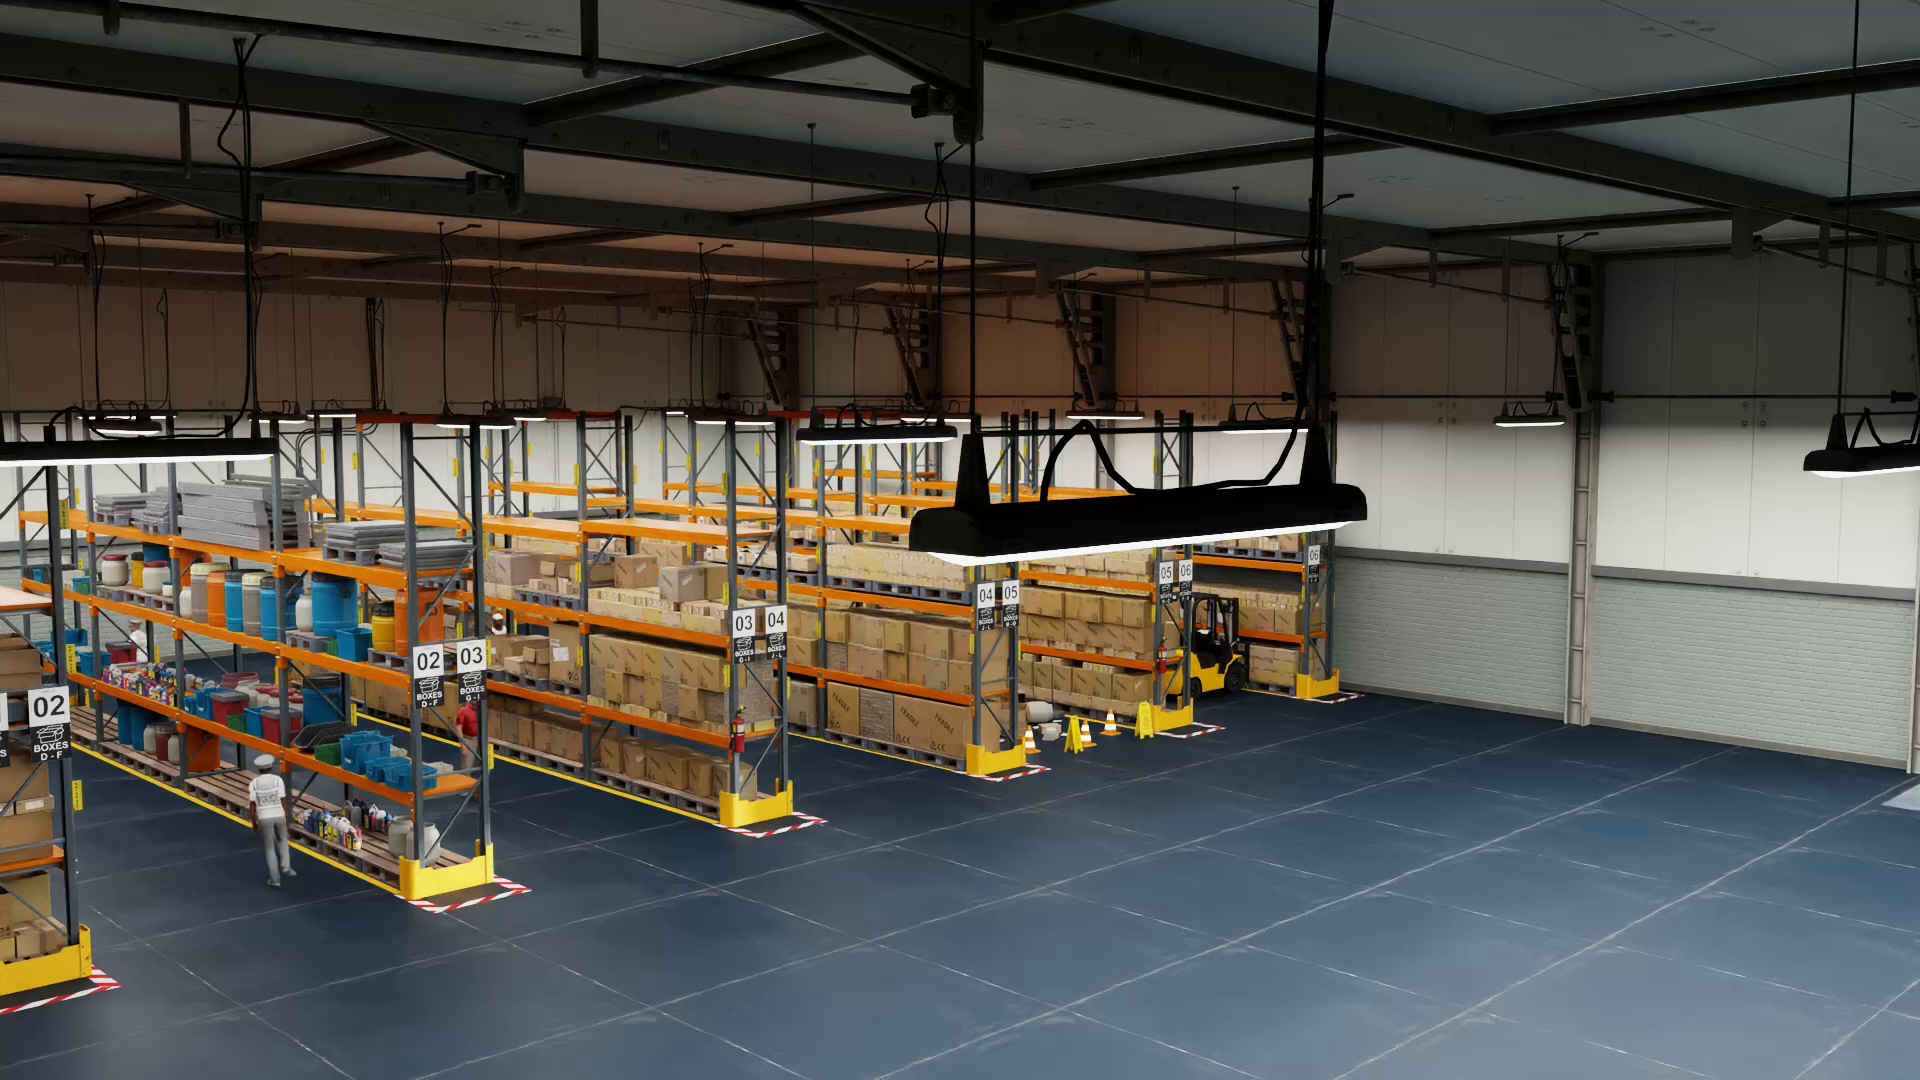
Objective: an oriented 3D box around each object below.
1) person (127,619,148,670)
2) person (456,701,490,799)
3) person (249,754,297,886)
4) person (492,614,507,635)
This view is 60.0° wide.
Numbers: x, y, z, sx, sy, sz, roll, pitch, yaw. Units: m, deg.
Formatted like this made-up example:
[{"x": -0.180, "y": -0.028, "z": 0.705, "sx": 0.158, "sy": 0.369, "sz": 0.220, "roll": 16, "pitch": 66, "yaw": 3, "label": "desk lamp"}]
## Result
[{"x": -16.759, "y": 2.511, "z": 34.042, "sx": 0.532, "sy": 1.786, "sz": 0.590, "roll": 0, "pitch": 5, "yaw": -1, "label": "person"}, {"x": -7.639, "y": 3.237, "z": 26.169, "sx": 0.682, "sy": 1.757, "sz": 0.616, "roll": 4, "pitch": 7, "yaw": 41, "label": "person"}, {"x": -8.893, "y": 3.622, "z": 21.509, "sx": 0.505, "sy": 1.672, "sz": 0.486, "roll": -4, "pitch": 6, "yaw": -37, "label": "person"}, {"x": -9.679, "y": 2.409, "z": 35.010, "sx": 0.682, "sy": 1.726, "sz": 1.005, "roll": -4, "pitch": 6, "yaw": -37, "label": "person"}]
